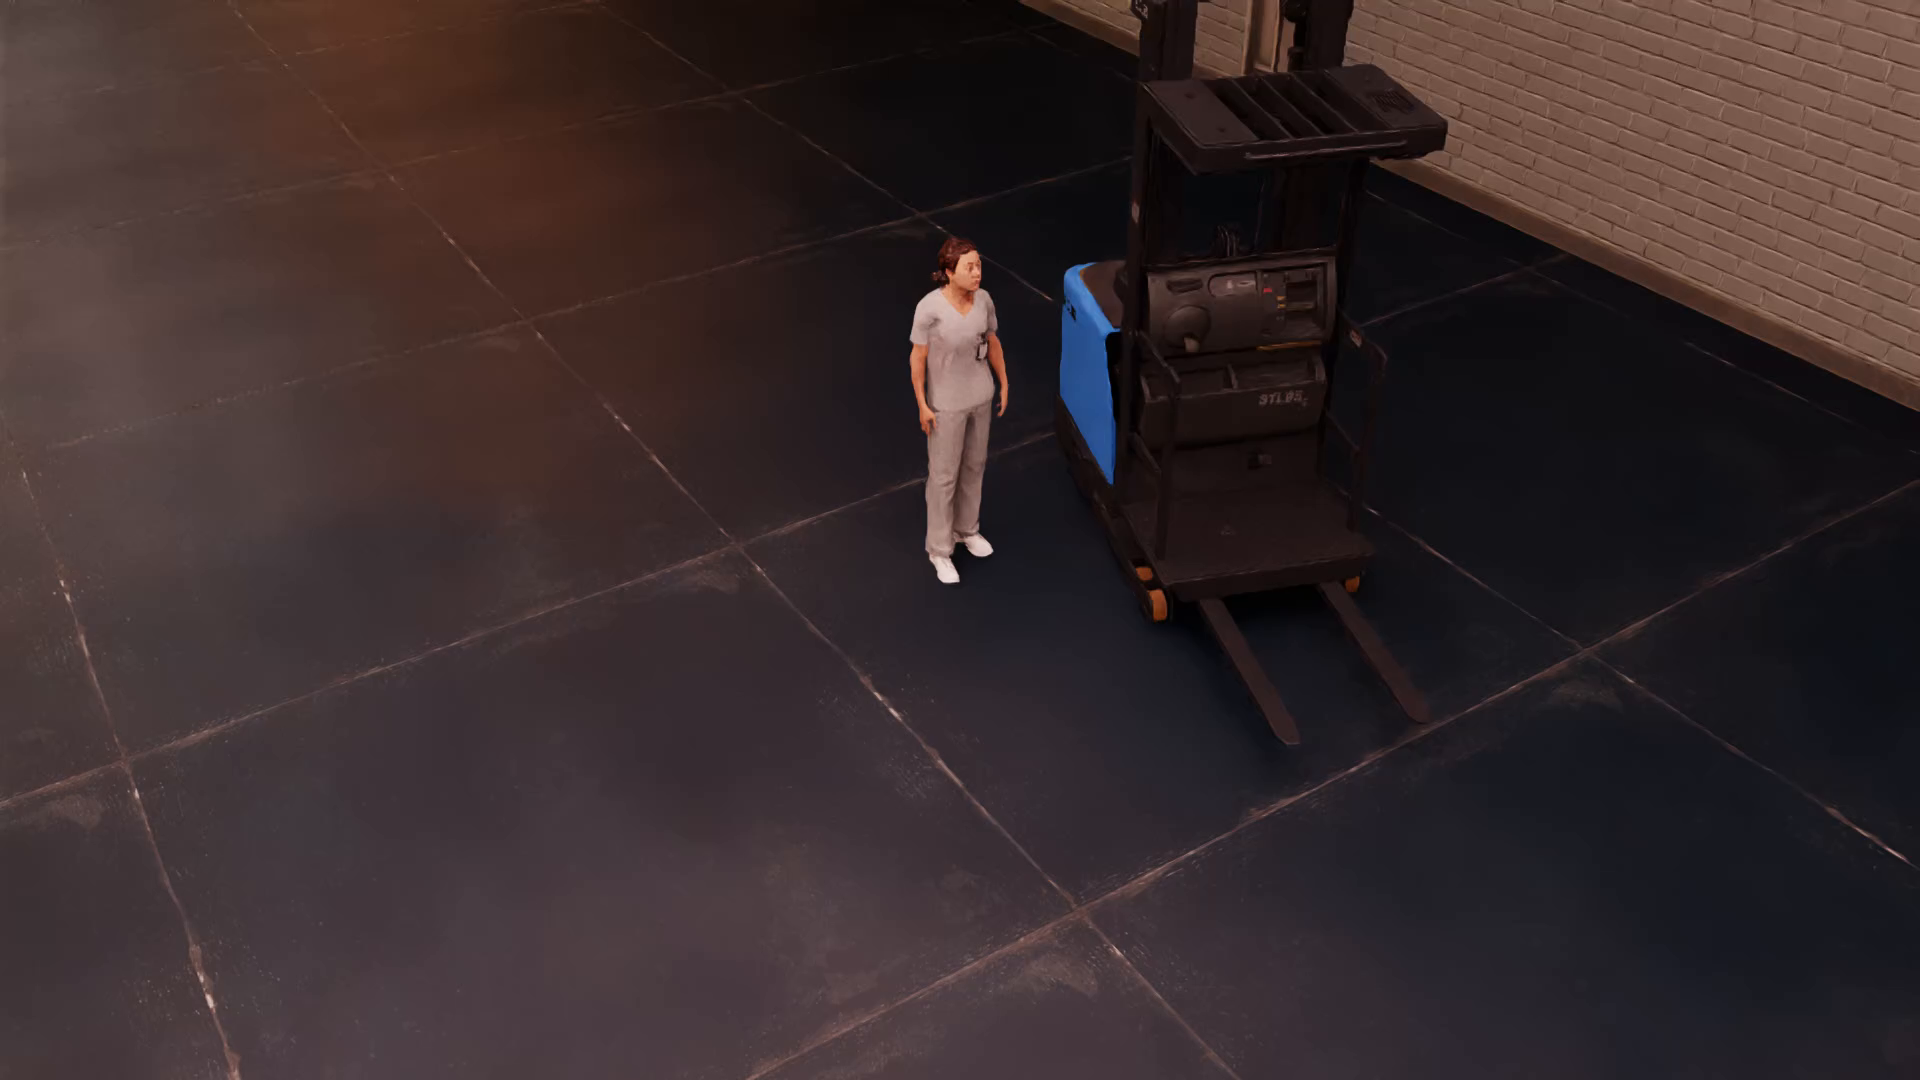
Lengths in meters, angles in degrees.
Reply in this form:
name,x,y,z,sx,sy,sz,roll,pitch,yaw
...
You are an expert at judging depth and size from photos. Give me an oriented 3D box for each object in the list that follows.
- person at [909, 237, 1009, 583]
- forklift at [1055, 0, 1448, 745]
name,x,y,z,sx,sy,sz,roll,pitch,yaw
person,0.029,-0.652,8.154,0.550,1.674,0.548,-21,40,-27
forklift,1.374,-1.037,7.624,1.130,2.935,3.031,-8,36,-11
